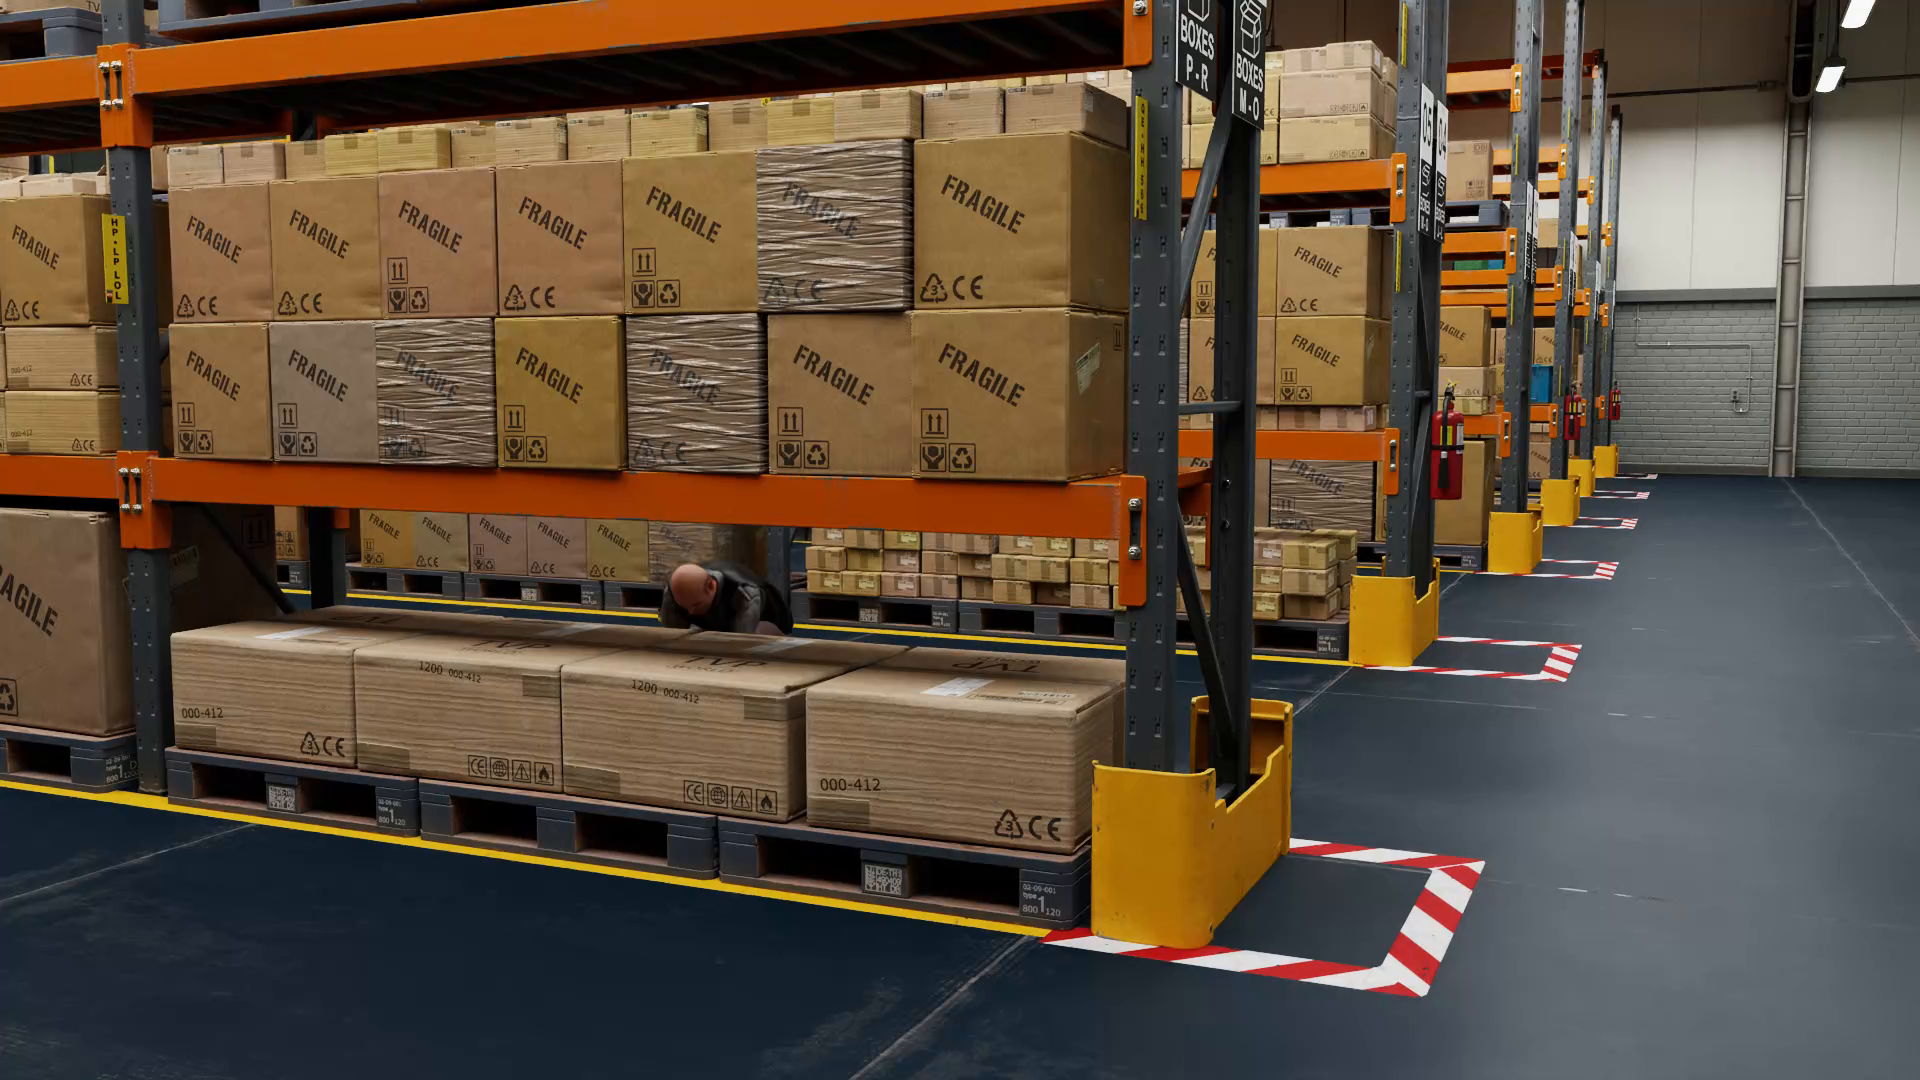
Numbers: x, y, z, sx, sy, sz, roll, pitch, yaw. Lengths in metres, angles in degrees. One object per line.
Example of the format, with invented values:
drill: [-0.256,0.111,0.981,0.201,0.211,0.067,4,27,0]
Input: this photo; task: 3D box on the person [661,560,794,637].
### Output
person: [-1.118,0.488,7.808,0.526,0.835,0.893,2,6,23]
